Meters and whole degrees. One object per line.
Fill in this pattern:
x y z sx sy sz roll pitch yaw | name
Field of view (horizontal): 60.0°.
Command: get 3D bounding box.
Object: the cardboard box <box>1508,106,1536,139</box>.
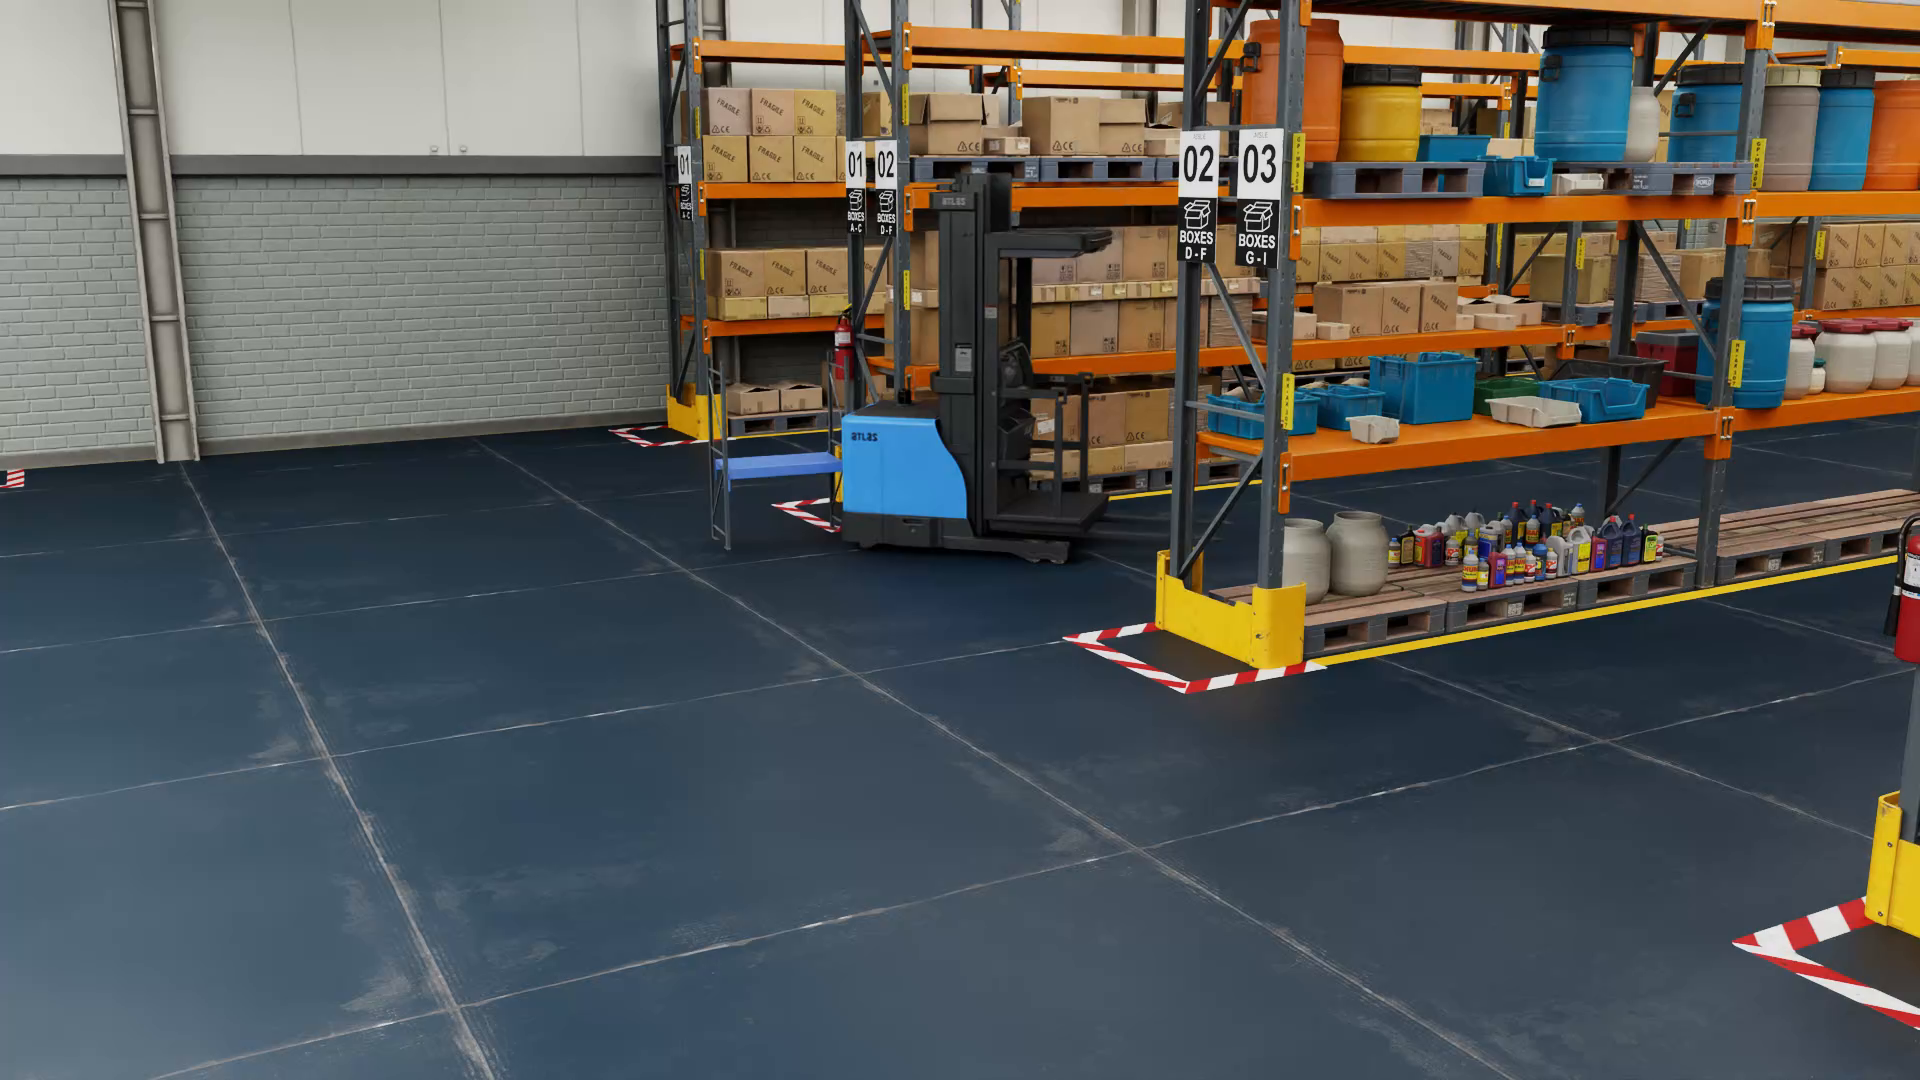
8.209 -5.987 23.997 0.500 0.500 0.500 -7 14 -28 | cardboard box

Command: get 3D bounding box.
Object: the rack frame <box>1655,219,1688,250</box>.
10.960 -4.377 26.226 0.127 3.000 1.000 -7 14 -28 | rack frame

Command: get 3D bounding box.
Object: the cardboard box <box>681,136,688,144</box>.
-2.839 -4.308 18.816 0.500 0.500 0.500 -6 14 -24 | cardboard box

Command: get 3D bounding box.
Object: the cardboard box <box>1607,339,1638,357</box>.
7.967 -2.201 19.540 0.500 0.250 0.500 -7 15 -29 | cardboard box

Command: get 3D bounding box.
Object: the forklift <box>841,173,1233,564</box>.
0.627 -1.374 13.037 3.031 2.935 1.130 4 13 15 | forklift

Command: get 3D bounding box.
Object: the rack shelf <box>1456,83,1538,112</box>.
9.205 -6.547 24.755 4.000 0.370 1.077 -7 14 -28 | rack shelf

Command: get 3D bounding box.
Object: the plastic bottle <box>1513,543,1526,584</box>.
3.793 0.155 11.302 0.097 0.271 0.097 0 13 0 | plastic bottle

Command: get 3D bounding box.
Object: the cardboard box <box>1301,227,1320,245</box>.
4.486 -4.106 22.363 0.500 0.250 0.500 -6 14 -27 | cardboard box

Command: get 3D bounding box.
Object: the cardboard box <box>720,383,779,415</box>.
-2.433 -1.652 19.240 0.500 0.311 0.500 -9 15 -34 | cardboard box

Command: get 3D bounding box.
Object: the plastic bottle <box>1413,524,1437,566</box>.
3.300 0.031 11.842 0.135 0.276 0.152 -7 14 -27 | plastic bottle

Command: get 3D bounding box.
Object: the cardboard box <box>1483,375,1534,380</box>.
5.973 -1.616 17.985 0.500 0.311 0.500 -6 14 -26 | cardboard box

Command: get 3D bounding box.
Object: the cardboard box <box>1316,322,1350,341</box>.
3.680 -2.092 16.643 0.250 0.149 0.380 -7 14 -28 | cardboard box

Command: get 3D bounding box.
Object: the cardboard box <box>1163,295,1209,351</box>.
1.958 -2.104 15.900 0.500 0.500 0.700 -7 14 -28 | cardboard box

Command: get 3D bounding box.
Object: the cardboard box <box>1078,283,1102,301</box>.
1.091 -2.266 15.141 0.250 0.149 0.380 -7 14 -27 | cardboard box

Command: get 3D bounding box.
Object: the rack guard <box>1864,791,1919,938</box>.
4.103 1.382 6.332 0.348 0.500 1.175 -7 14 -28 | rack guard

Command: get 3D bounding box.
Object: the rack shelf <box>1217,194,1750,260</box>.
3.419 -2.107 10.948 4.000 0.370 1.077 -7 14 -28 | rack shelf

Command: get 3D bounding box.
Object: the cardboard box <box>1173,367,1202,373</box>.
2.824 -2.413 22.190 0.500 0.500 0.700 -7 14 -28 | cardboard box

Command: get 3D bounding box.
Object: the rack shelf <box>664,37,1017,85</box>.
-1.328 -5.478 19.102 4.000 0.370 1.077 -7 14 -28 | rack shelf

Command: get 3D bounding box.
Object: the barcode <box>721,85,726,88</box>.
-2.700 -5.157 18.991 0.075 0.075 0.001 -7 14 -28 | barcode

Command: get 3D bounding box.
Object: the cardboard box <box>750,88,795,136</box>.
-2.164 -4.740 18.458 0.500 0.500 0.500 -7 14 -29 | cardboard box

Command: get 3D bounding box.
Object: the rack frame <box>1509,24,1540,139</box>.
6.315 -5.508 17.588 0.127 3.000 1.000 -7 14 -28 | rack frame

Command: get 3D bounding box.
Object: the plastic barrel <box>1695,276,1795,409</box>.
5.659 -1.432 11.999 0.708 0.901 0.600 -7 14 -28 | plastic barrel

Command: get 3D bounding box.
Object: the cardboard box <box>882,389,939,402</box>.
-0.379 -1.083 15.185 0.500 0.500 0.500 -7 14 -28 | cardboard box

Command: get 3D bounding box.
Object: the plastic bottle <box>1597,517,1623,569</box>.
4.579 0.016 11.738 0.185 0.351 0.144 -8 15 -31 | plastic bottle

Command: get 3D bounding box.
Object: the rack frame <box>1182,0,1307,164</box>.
1.663 -3.711 9.604 0.127 3.000 1.000 -7 14 -28 | rack frame

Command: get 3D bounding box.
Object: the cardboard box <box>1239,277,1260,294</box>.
2.668 -2.456 15.984 0.250 0.149 0.380 -7 14 -28 | cardboard box

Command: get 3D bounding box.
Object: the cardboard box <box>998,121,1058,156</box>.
0.666 -3.663 15.150 0.500 0.311 0.500 -5 14 -21 | cardboard box

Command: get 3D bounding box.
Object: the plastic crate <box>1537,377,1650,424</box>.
4.333 -0.964 11.399 0.616 0.251 0.499 -7 14 -28 | plastic crate

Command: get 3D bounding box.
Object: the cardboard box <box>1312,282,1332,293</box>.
4.837 -3.449 22.629 0.250 0.149 0.380 -6 14 -26 | cardboard box

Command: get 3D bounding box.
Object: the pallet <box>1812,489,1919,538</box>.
7.987 -0.192 13.980 1.213 0.211 1.003 -7 14 -28 | pallet

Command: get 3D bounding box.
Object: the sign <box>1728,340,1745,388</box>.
5.428 -1.233 11.626 0.005 0.325 0.100 -7 14 -28 | sign

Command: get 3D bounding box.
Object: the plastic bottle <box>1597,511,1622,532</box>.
4.678 -0.032 11.951 0.185 0.351 0.144 -7 14 -28 | plastic bottle

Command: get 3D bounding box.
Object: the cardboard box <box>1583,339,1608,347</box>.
9.513 -3.164 25.572 0.500 0.500 0.700 -7 15 -30 | cardboard box

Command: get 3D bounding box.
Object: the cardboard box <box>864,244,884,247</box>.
-0.981 -3.303 20.041 0.500 0.500 0.500 -6 14 -26 | cardboard box

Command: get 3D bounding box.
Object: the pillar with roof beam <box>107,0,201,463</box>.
-6.087 -4.400 12.665 0.400 9.000 9.100 -7 14 -28 | pillar with roof beam

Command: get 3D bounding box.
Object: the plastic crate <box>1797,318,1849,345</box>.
7.120 -1.546 13.502 0.583 0.464 0.402 -7 14 -28 | plastic crate

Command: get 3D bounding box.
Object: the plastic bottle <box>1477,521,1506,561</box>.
3.821 0.004 11.960 0.135 0.276 0.152 -7 14 -28 | plastic bottle

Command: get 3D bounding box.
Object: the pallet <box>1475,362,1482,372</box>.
6.808 -2.500 24.237 1.213 0.211 1.003 -7 14 -28 | pallet

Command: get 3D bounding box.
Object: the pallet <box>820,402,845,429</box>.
-1.217 -1.547 20.004 1.213 0.211 1.003 -7 14 -28 | pallet

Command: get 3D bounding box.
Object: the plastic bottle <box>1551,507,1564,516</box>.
4.414 -0.103 12.436 0.135 0.276 0.152 -6 14 -26 | plastic bottle

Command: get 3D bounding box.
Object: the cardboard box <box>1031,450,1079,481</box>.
0.747 -0.722 15.293 0.500 0.250 0.500 -7 14 -28 | cardboard box

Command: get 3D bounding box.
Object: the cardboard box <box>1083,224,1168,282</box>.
1.535 -2.688 15.539 0.500 0.500 0.700 -7 14 -28 | cardboard box

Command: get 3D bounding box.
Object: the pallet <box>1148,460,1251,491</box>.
2.086 -0.724 16.347 1.213 0.211 1.003 -7 14 -28 | pallet

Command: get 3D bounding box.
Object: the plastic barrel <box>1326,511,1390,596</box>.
2.644 0.088 11.098 0.421 0.512 0.421 0 13 0 | plastic barrel

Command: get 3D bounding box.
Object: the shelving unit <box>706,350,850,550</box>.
-1.465 -0.745 13.501 1.048 1.500 0.538 -5 14 -22 | shelving unit

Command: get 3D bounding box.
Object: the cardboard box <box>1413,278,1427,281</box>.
6.379 -3.652 23.529 0.250 0.149 0.380 -7 14 -28 | cardboard box

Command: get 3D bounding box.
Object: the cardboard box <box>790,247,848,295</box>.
-1.625 -3.092 19.103 0.500 0.500 0.500 -7 15 -30 | cardboard box

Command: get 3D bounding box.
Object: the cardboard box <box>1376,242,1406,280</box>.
5.841 -3.902 23.166 0.500 0.500 0.500 -6 14 -26 | cardboard box

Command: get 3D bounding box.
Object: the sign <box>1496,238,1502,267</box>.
6.047 -3.211 18.588 0.005 0.325 0.100 -7 14 -28 | sign

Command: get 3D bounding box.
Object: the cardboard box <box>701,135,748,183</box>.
-2.670 -4.203 18.346 0.500 0.500 0.500 -6 14 -26 | cardboard box

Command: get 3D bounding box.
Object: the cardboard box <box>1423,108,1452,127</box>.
6.614 -5.982 23.586 0.500 0.250 0.500 -6 14 -24 | cardboard box

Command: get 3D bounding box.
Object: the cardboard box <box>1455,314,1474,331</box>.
5.223 -2.314 17.629 0.250 0.149 0.380 -6 14 -24 | cardboard box

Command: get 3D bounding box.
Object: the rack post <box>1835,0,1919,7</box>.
6.862 -4.453 12.446 3.121 1.000 1.013 -7 14 -28 | rack post

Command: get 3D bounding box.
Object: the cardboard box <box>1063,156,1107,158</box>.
1.486 -4.846 20.726 0.500 0.311 0.500 -6 14 -26 | cardboard box
